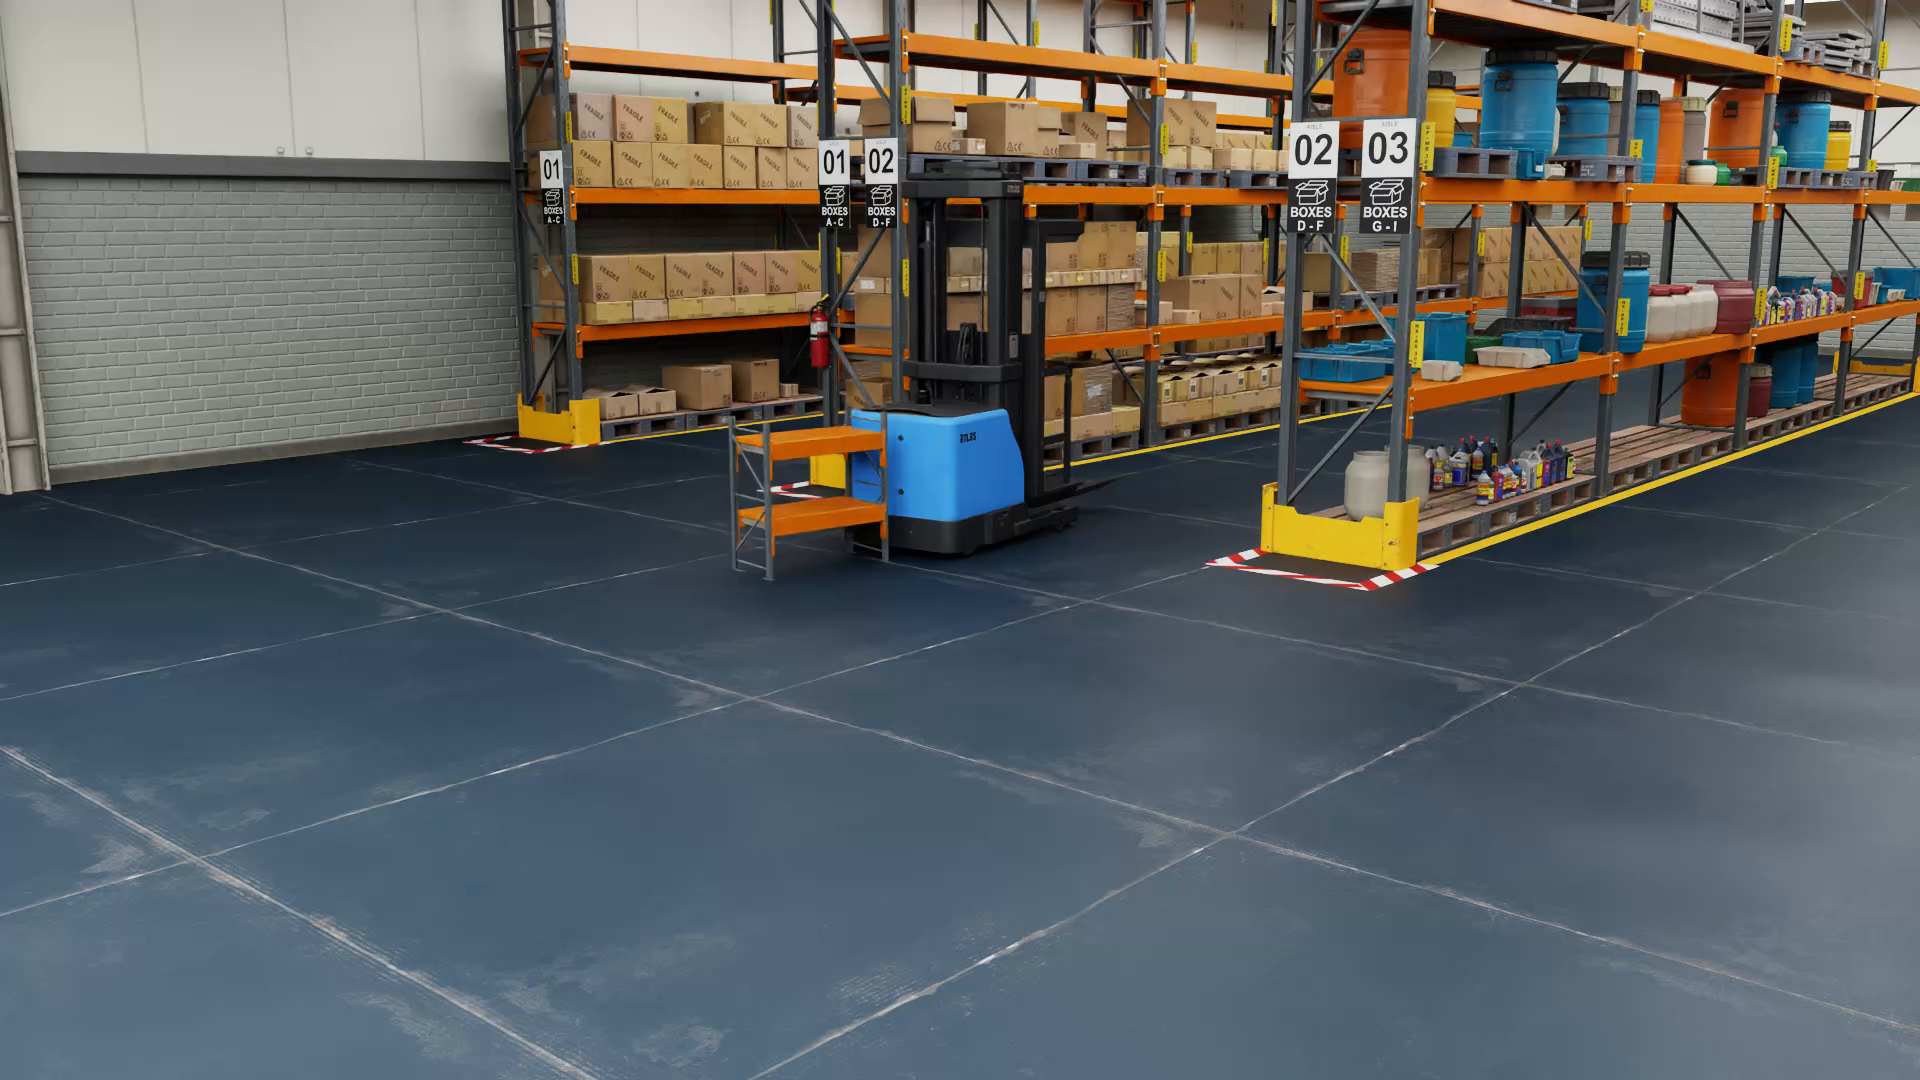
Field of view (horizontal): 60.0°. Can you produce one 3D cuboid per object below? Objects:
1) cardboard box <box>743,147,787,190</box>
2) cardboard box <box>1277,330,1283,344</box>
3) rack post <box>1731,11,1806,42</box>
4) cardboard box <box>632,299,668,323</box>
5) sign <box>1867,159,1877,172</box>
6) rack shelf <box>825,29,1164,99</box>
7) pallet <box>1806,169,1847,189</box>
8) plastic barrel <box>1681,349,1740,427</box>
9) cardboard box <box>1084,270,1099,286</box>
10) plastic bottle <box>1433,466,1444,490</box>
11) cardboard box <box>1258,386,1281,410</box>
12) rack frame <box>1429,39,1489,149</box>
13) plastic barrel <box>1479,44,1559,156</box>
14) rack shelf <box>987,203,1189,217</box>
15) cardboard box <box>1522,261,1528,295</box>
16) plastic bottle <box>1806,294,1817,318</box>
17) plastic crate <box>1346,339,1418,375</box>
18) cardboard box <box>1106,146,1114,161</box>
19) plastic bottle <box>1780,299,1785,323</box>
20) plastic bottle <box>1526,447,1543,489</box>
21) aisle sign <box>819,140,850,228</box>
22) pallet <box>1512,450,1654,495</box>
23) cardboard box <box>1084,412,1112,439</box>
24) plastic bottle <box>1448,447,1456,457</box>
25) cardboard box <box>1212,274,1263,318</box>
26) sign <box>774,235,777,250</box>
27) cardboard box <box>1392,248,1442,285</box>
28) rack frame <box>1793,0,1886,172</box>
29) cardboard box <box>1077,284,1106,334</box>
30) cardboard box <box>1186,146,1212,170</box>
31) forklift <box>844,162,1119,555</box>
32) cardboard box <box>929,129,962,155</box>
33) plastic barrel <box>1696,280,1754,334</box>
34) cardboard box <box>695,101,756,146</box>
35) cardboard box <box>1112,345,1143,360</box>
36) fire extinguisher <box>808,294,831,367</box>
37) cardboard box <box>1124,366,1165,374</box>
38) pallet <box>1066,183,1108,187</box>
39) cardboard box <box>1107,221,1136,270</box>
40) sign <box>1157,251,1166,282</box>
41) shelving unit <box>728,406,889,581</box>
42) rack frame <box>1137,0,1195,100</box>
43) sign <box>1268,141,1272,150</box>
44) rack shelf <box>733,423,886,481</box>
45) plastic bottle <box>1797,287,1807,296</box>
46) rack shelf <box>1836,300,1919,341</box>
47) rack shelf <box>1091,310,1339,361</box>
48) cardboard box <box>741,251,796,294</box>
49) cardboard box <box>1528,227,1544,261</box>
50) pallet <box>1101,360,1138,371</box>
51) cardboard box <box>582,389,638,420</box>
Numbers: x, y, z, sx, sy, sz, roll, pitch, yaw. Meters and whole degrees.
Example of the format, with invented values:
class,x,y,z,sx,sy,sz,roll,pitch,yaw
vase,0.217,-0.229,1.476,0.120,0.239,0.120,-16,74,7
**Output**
class,x,y,z,sx,sy,sz,roll,pitch,yaw
cardboard box,-2.464,-4.544,20.340,0.500,0.500,0.500,8,14,36
cardboard box,5.561,-3.823,30.005,0.700,0.500,0.500,10,15,40
rack post,8.557,-5.518,18.056,0.954,0.300,0.937,10,15,40
cardboard box,-3.721,-2.650,19.154,0.500,0.250,0.500,9,15,39
sign,11.162,-4.494,20.370,0.100,0.325,0.005,10,15,40
rack shelf,0.430,-4.652,16.387,1.077,0.370,4.000,10,15,40
pallet,9.559,-4.173,19.269,1.003,0.211,1.213,10,15,40
plastic barrel,8.419,-1.717,18.618,0.600,0.830,0.708,10,15,40
cardboard box,1.224,-2.739,17.356,0.380,0.149,0.250,10,15,40
plastic bottle,4.096,-0.535,14.253,0.097,0.201,0.097,0,11,0
cardboard box,3.555,-1.741,20.217,0.500,0.250,0.500,10,15,42
rack frame,7.031,-6.673,23.644,1.000,3.000,0.127,10,15,40
plastic barrel,4.732,-3.703,14.081,0.600,0.901,0.708,10,15,40
rack shelf,1.988,-5.195,25.739,1.077,0.370,4.000,10,15,40
cardboard box,8.240,-3.969,25.167,0.500,0.500,0.500,10,15,40
plastic bottle,10.158,-2.801,19.894,0.152,0.276,0.135,10,15,40
plastic crate,3.367,-1.458,13.234,0.499,0.251,0.408,10,15,40
cardboard box,1.947,-5.835,25.732,0.700,0.500,0.500,10,15,40
plastic bottle,9.345,-2.609,18.946,0.097,0.271,0.097,0,11,0
plastic bottle,4.920,-0.622,14.305,0.144,0.351,0.185,10,15,40
aisle sign,-1.154,-3.268,15.279,0.394,0.787,0.004,10,15,40
pallet,5.958,-0.666,16.006,1.003,0.211,1.213,10,15,40
cardboard box,1.271,-1.242,17.721,0.500,0.250,0.500,10,15,40
plastic bottle,4.359,-0.685,14.792,0.061,0.283,0.133,11,15,43
cardboard box,3.296,-2.942,20.028,0.500,0.500,0.500,9,14,37
sign,-2.392,-3.833,21.785,0.100,0.325,0.005,10,15,40
cardboard box,6.551,-3.945,23.976,0.700,0.500,0.500,4,12,21
rack frame,10.750,-6.032,20.434,1.000,3.000,0.127,10,15,40
cardboard box,1.119,-2.458,17.605,0.700,0.500,0.500,10,15,40
cardboard box,2.525,-4.328,18.872,0.500,0.250,0.500,8,14,35
forklift,0.323,-1.563,13.555,1.130,2.935,3.031,7,13,32
cardboard box,-0.328,-3.841,16.077,0.500,0.250,0.500,10,15,40
plastic barrel,8.031,-2.460,17.524,0.600,0.536,0.708,10,15,40
cardboard box,-2.791,-4.945,19.792,0.500,0.500,0.500,9,14,38
cardboard box,2.392,-3.279,26.385,0.750,0.750,0.750,10,15,42
fire extinguisher,-1.317,-1.970,15.613,0.296,0.674,0.183,10,15,40
cardboard box,2.141,-1.860,19.383,0.500,0.311,0.500,10,15,42
pallet,1.789,-5.427,25.548,1.003,0.211,1.213,11,16,43
cardboard box,1.462,-3.173,17.870,0.700,0.500,0.500,10,15,41
sign,2.168,-2.945,17.888,0.100,0.325,0.005,10,15,40
shelving unit,-1.094,-0.361,12.147,1.048,1.125,0.538,-9,14,-38
rack frame,3.308,-7.312,26.848,1.000,3.000,0.127,10,15,40
sign,3.985,-4.937,21.293,0.100,0.325,0.005,10,15,40
rack shelf,-1.094,-0.648,12.090,1.000,0.278,0.538,-9,14,-38
plastic bottle,10.159,-2.879,20.095,0.144,0.351,0.185,10,15,40
rack shelf,12.070,-3.031,22.566,1.077,0.370,4.000,10,15,40
rack shelf,3.071,-2.495,19.882,1.077,0.370,4.000,10,15,40
cardboard box,-2.378,-3.314,20.562,0.500,0.500,0.500,10,15,40
cardboard box,8.574,-4.531,25.428,0.500,0.500,0.500,10,15,42
pallet,2.050,-2.700,26.188,1.003,0.211,1.213,10,15,40
cardboard box,-4.089,-1.592,19.267,0.500,0.311,0.500,8,14,34
